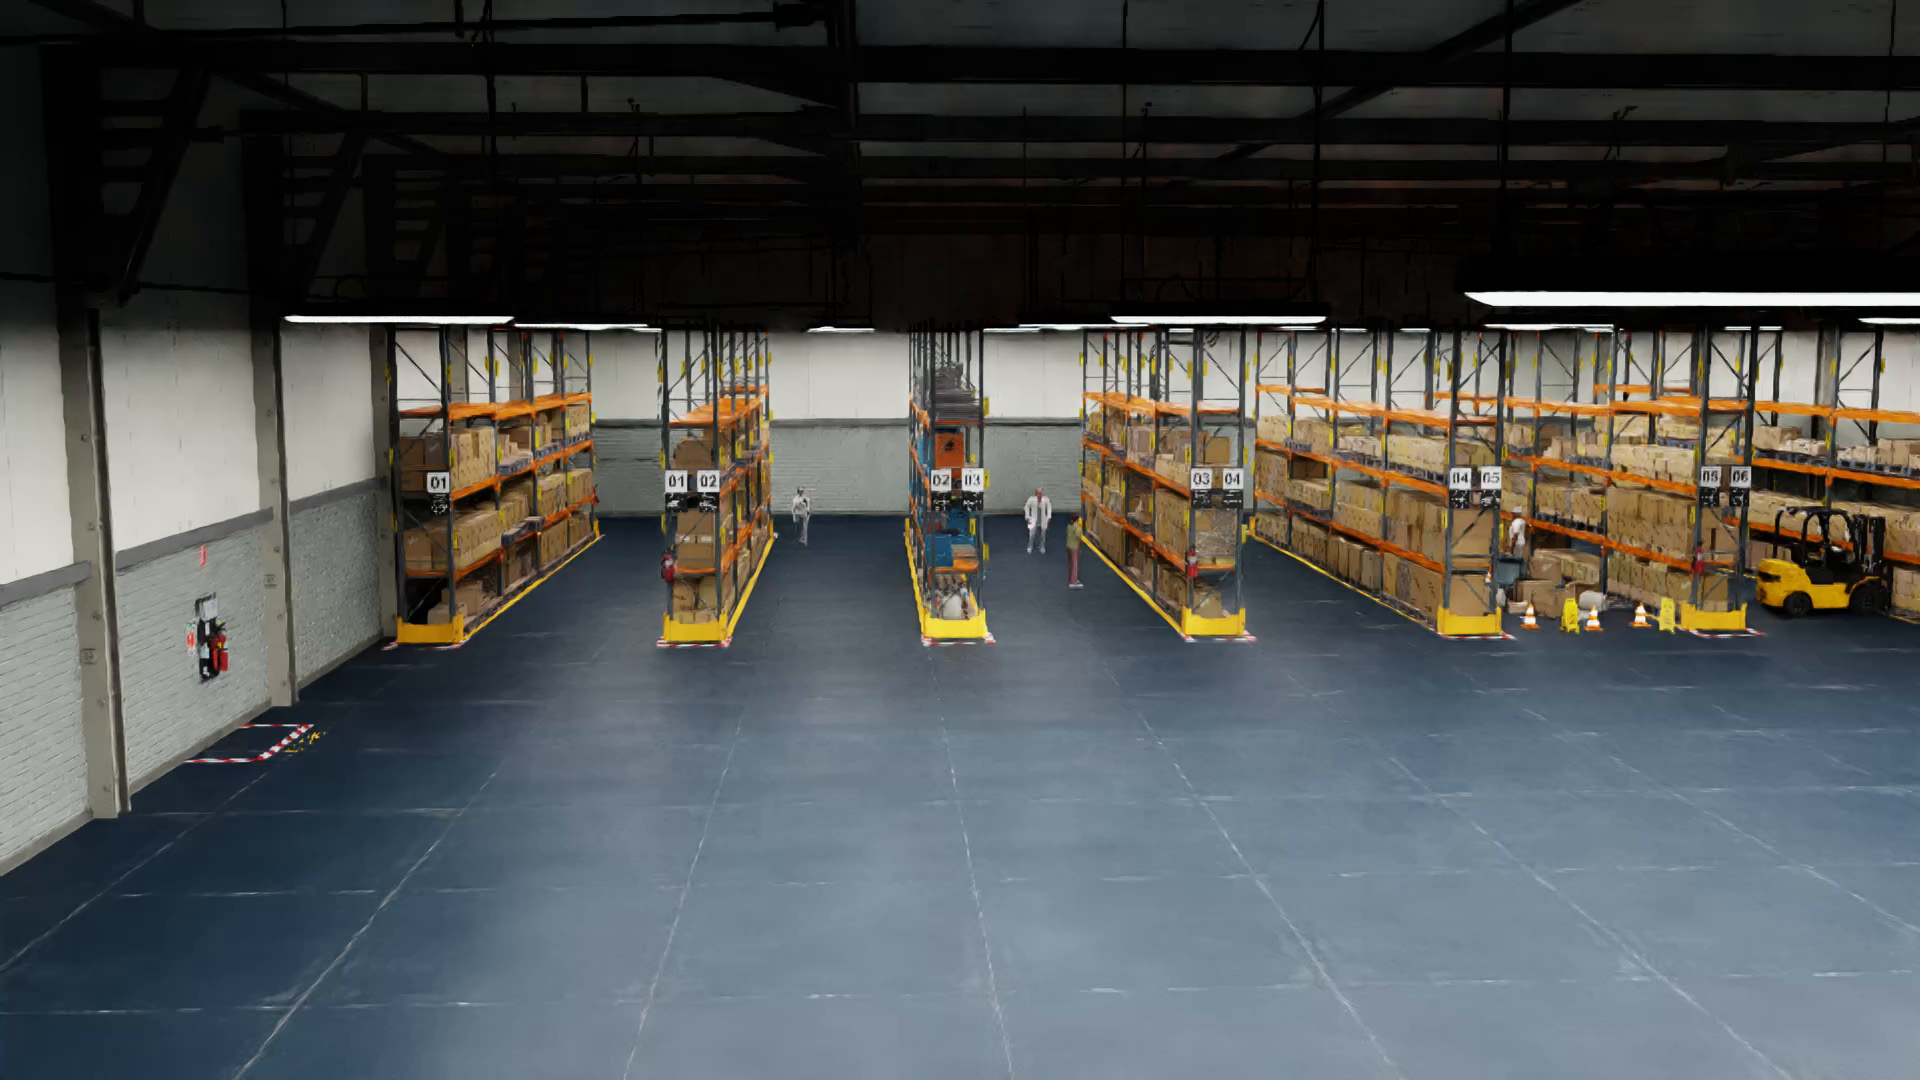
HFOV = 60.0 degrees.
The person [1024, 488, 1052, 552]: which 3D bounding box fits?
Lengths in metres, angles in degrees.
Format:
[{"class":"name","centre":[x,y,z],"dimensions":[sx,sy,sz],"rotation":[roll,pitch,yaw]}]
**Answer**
[{"class":"person","centre":[2.048,-0.546,43.720],"dimensions":[0.729,1.699,0.546],"rotation":[-1,7,-5]}]

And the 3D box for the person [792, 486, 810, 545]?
[{"class":"person","centre":[-4.345,-0.692,45.420],"dimensions":[0.495,1.589,1.086],"rotation":[0,7,-1]}]

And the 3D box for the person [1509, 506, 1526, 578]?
[{"class":"person","centre":[12.798,0.102,38.351],"dimensions":[0.585,1.763,0.682],"rotation":[3,8,22]}]

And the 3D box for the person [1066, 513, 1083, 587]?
[{"class":"person","centre":[2.633,0.211,37.801],"dimensions":[0.451,1.679,0.541],"rotation":[-5,8,-33]}]
